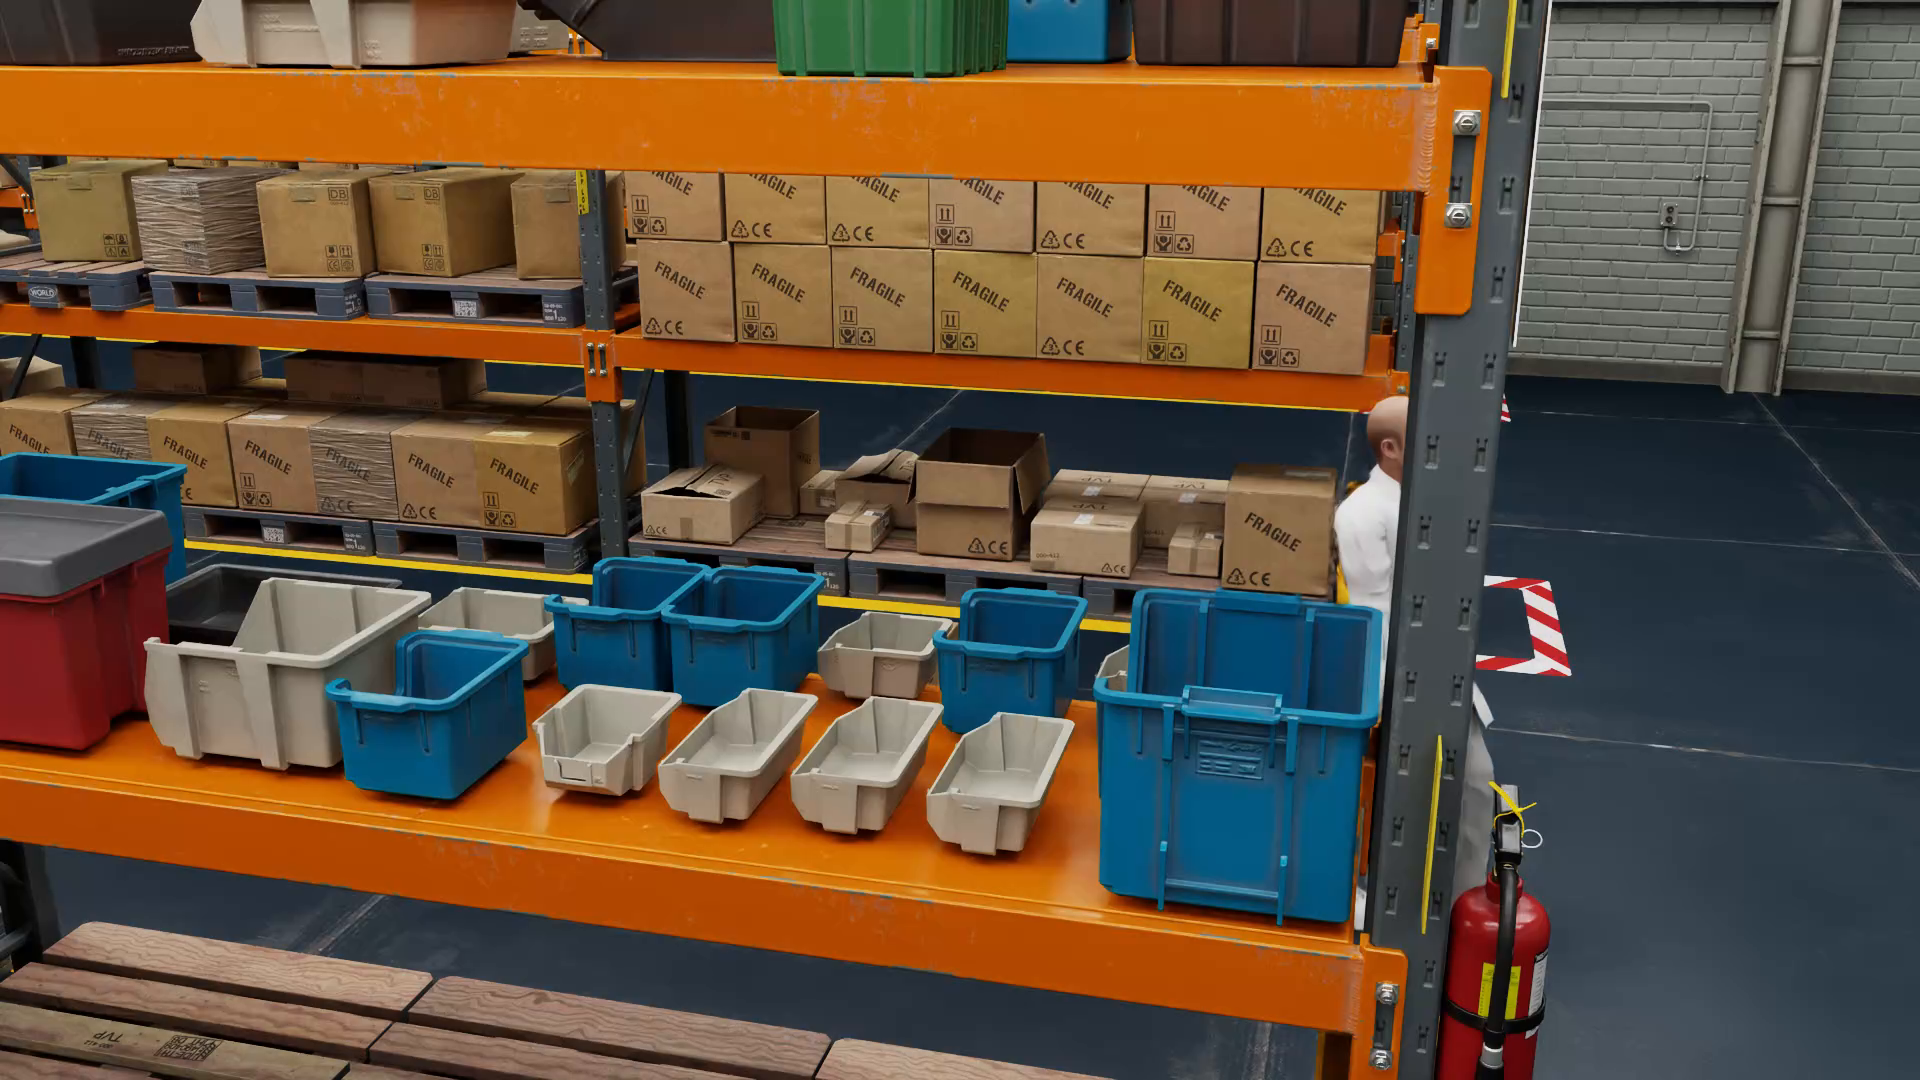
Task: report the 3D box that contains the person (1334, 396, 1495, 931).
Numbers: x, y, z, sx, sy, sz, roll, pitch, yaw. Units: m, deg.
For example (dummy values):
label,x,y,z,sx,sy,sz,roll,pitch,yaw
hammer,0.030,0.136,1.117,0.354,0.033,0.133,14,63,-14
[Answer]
label,x,y,z,sx,sy,sz,roll,pitch,yaw
person,1.409,0.473,5.182,0.573,1.842,0.709,-17,24,-42
